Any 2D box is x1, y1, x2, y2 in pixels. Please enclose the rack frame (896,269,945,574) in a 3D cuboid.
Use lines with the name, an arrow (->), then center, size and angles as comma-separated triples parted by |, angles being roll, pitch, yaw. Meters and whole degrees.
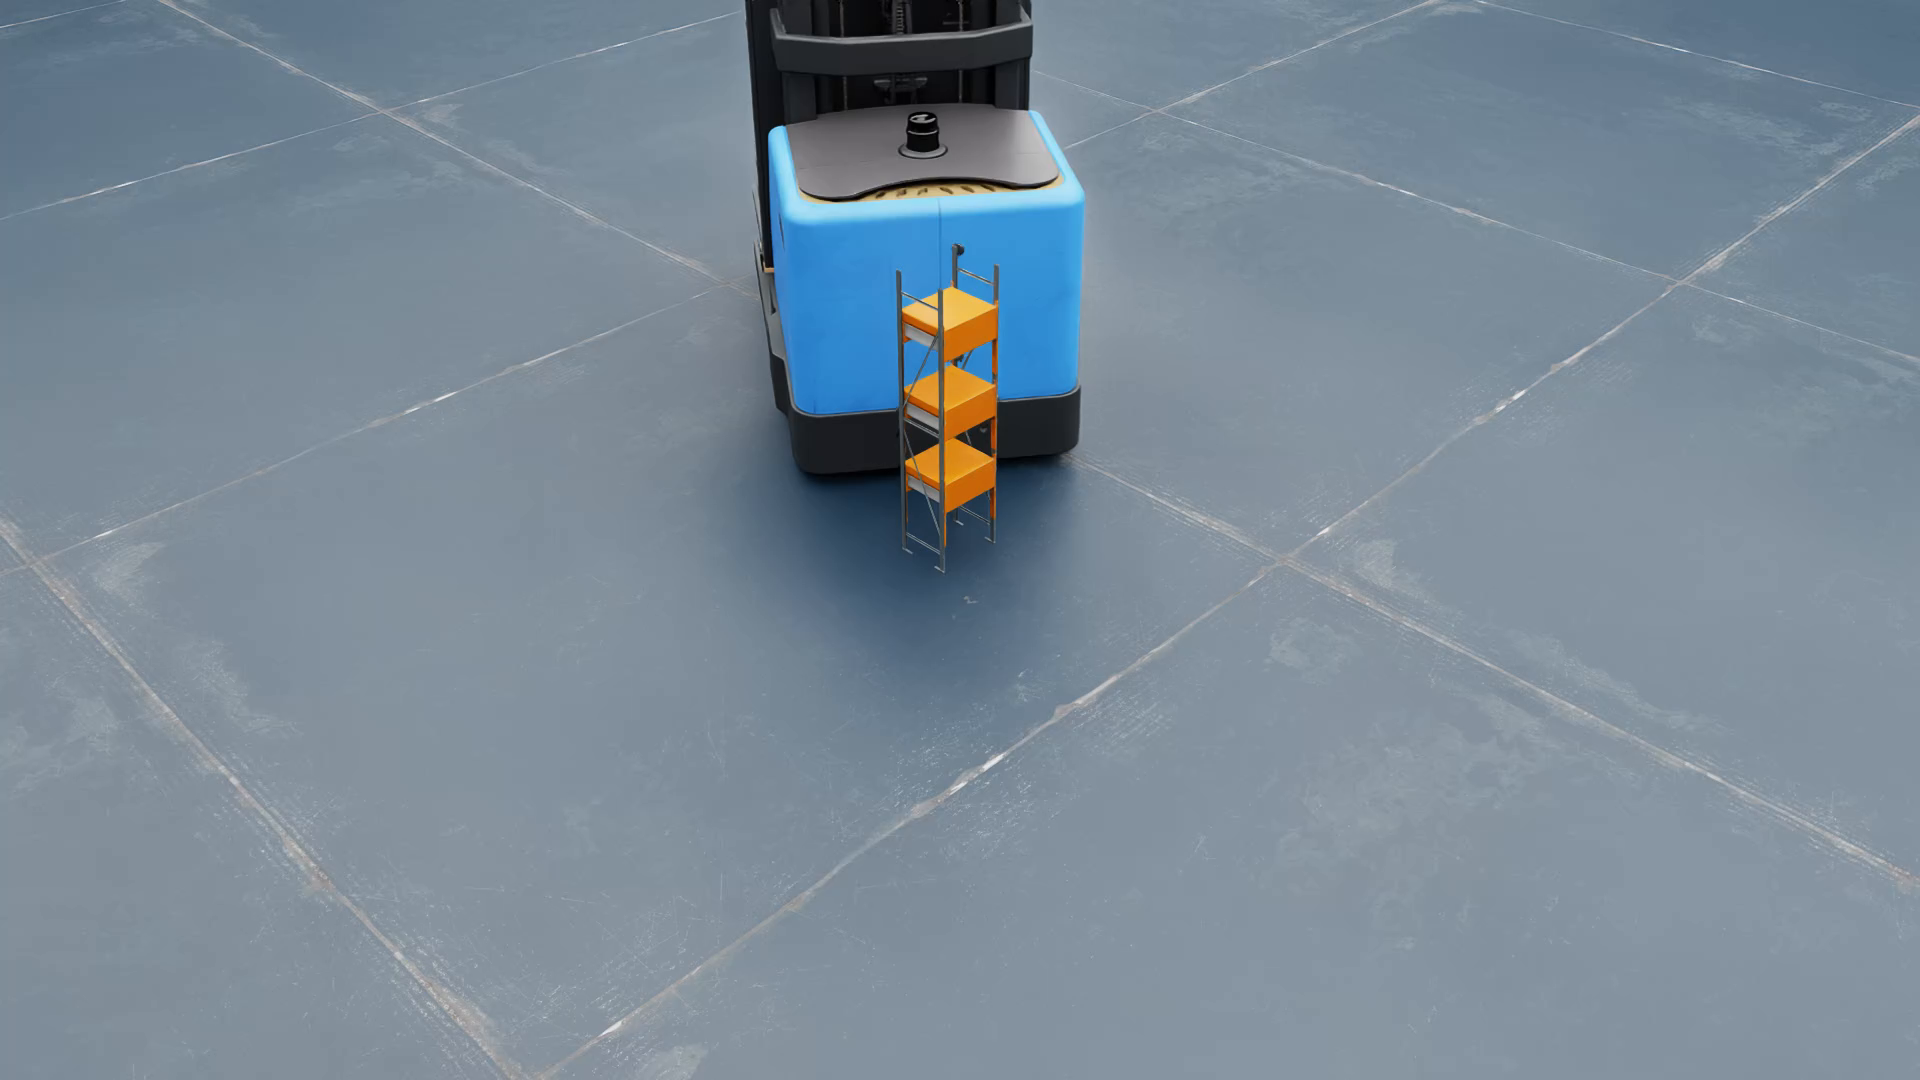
rack frame -> -0.124, -0.359, 5.348 | 0.200, 1.050, 0.008 | 30, 45, 35

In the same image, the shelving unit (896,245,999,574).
shelving unit -> -0.038, -0.409, 5.419 | 0.215, 1.050, 0.252 | 30, 45, 35

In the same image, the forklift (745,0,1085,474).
forklift -> -0.311, -2.273, 6.447 | 1.130, 2.935, 3.031 | -5, 35, -8

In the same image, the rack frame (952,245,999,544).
rack frame -> 0.048, -0.458, 5.490 | 0.200, 1.050, 0.008 | 30, 45, 35

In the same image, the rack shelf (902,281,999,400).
rack shelf -> -0.038, -0.633, 5.262 | 0.215, 0.259, 0.240 | 30, 45, 35

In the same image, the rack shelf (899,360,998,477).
rack shelf -> -0.038, -0.400, 5.425 | 0.215, 0.259, 0.240 | 30, 45, 35

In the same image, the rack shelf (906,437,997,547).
rack shelf -> -0.038, -0.172, 5.584 | 0.215, 0.259, 0.240 | 30, 45, 35
